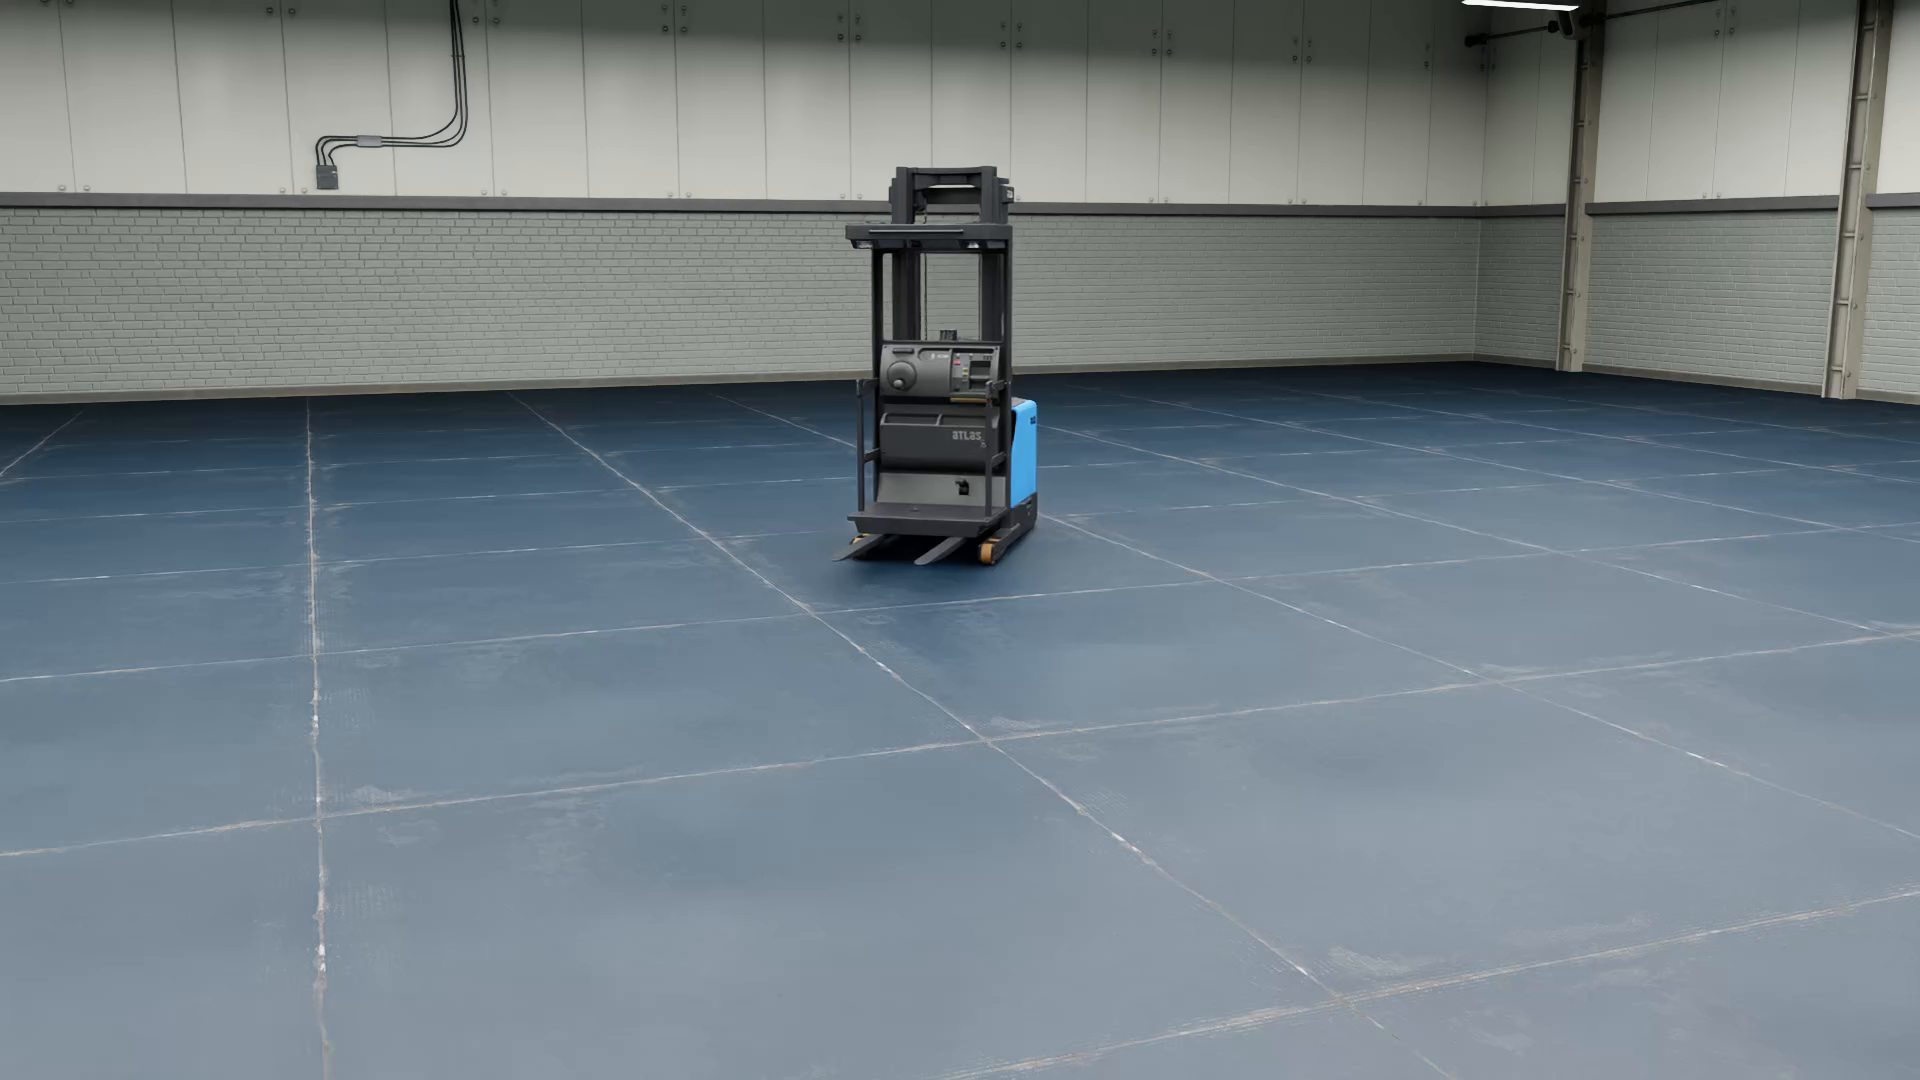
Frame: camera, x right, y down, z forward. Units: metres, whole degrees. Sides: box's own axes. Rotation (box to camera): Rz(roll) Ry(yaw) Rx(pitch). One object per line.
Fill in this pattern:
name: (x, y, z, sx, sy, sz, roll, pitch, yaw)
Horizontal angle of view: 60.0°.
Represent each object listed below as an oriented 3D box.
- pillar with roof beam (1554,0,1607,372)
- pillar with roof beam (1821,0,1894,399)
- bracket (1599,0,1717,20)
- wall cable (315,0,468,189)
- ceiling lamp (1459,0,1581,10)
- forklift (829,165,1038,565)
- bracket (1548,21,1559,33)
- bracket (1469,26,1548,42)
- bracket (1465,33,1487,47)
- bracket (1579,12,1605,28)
pillar with roof beam: (7.474, -7.347, 29.028, 9.100, 9.000, 0.548, -4, 11, -21)
pillar with roof beam: (9.649, -6.368, 23.522, 9.100, 9.000, 0.400, -4, 11, -21)
bracket: (12.240, -8.881, 27.377, 0.076, 0.066, 4.783, -4, 11, -21)
wall cable: (-8.853, -8.460, 25.575, 2.305, 6.003, 0.169, -4, 11, -21)
ceiling lamp: (8.264, -9.548, 24.737, 2.000, 3.185, 0.800, -4, 11, -21)
forklift: (-0.203, -1.330, 12.527, 1.130, 2.935, 3.031, 3, 10, 14)
bracket: (11.005, -9.437, 30.502, 0.235, 0.232, 0.430, -4, 11, -21)
bracket: (10.361, -9.728, 32.135, 0.076, 0.066, 3.189, -4, 11, -21)
bracket: (10.147, -9.824, 32.677, 0.235, 0.232, 0.430, -4, 11, -21)
bracket: (11.306, -9.302, 29.741, 0.235, 0.232, 0.430, -4, 11, -21)
